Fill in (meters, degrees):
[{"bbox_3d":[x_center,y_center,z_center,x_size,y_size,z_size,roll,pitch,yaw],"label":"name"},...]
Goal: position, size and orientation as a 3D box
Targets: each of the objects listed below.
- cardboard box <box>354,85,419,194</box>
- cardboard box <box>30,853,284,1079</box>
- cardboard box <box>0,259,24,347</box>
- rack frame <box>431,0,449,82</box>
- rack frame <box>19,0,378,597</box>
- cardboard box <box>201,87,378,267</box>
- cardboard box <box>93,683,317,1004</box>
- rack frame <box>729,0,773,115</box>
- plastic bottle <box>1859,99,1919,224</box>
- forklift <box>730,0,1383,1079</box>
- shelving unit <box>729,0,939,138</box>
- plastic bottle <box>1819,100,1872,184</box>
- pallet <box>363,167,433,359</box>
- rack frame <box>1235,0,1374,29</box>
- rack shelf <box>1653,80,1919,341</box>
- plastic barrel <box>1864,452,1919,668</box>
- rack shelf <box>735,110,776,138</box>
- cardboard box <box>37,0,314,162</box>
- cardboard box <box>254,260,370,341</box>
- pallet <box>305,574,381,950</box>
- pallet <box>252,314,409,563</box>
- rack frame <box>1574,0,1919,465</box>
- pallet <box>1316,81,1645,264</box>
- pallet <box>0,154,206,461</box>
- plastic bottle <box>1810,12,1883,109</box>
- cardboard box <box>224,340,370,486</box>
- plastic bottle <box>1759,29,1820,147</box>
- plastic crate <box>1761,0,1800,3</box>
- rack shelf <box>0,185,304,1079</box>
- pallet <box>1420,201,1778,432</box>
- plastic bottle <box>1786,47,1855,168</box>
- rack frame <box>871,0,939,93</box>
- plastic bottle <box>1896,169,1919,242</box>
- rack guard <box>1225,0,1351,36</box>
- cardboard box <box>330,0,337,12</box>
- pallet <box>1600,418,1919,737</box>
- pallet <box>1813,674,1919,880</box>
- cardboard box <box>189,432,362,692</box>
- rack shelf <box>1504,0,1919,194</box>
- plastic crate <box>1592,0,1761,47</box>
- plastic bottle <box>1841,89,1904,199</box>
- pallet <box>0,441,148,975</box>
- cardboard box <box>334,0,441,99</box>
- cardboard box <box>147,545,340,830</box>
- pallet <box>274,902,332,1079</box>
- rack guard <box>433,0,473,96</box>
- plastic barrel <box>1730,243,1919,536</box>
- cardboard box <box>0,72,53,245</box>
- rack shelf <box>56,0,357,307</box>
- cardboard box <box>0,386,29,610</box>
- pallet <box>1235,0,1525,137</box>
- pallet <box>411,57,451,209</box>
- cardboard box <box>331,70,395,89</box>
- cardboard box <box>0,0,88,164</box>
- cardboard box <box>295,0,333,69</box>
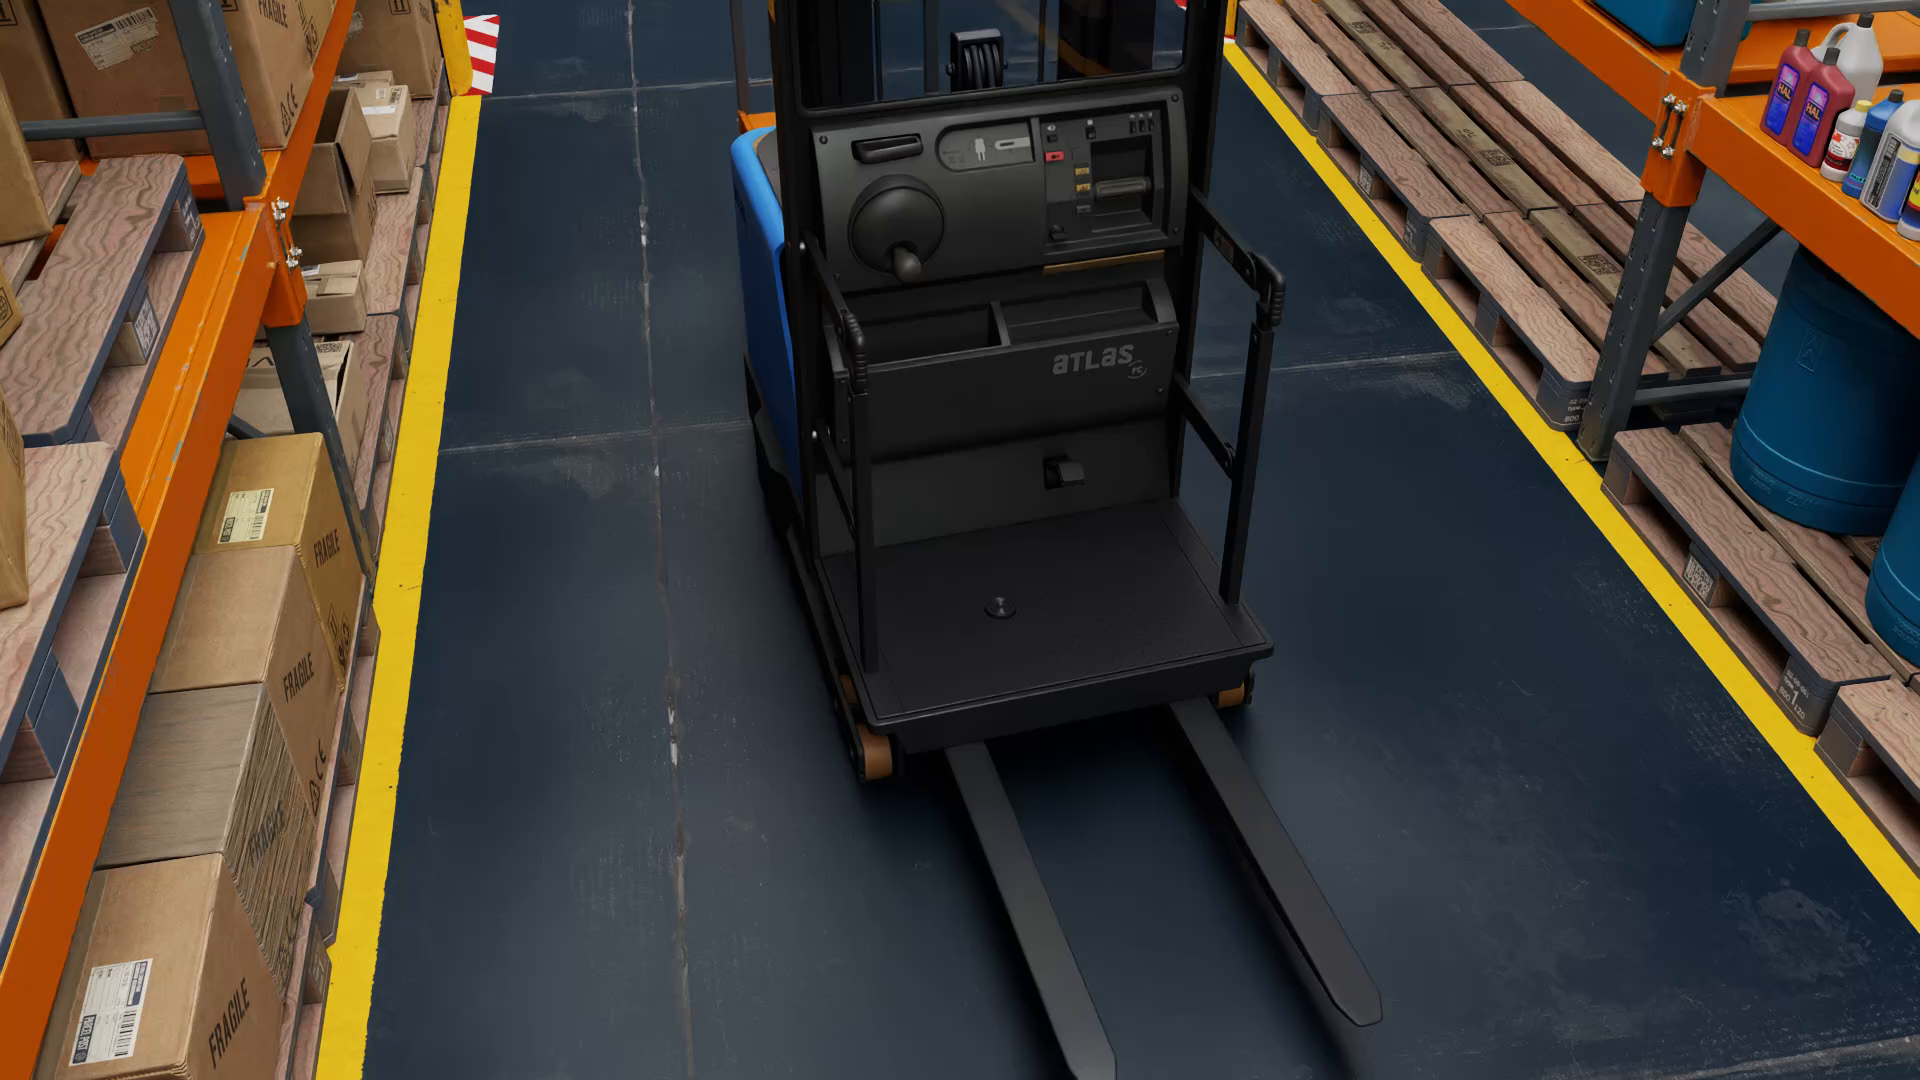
[{"bbox_3d":[-2.504,-1.623,6.777,0.500,0.250,0.500,-6,38,-8],"label":"cardboard box"},{"bbox_3d":[-1.652,0.992,3.207,0.500,0.500,0.500,-7,38,-9],"label":"cardboard box"},{"bbox_3d":[-2.232,-0.485,3.005,0.700,0.500,0.500,-1,38,-1],"label":"cardboard box"},{"bbox_3d":[-2.979,-3.414,7.200,1.000,3.000,0.127,-6,38,-8],"label":"rack frame"},{"bbox_3d":[-2.278,-0.998,4.090,1.000,3.000,0.127,-6,38,-8],"label":"rack frame"},{"bbox_3d":[-2.612,-1.320,6.181,0.797,0.503,0.637,-6,38,-8],"label":"cardboard box"},{"bbox_3d":[-1.743,0.685,3.603,0.500,0.500,0.500,-6,38,-7],"label":"cardboard box"},{"bbox_3d":[-0.592,-1.733,6.259,0.500,1.500,0.032,-10,39,-13],"label":"rack frame"},{"bbox_3d":[2.370,-0.938,4.114,0.152,0.276,0.135,-6,38,-8],"label":"plastic bottle"},{"bbox_3d":[0.171,-0.789,3.877,1.130,2.935,3.031,-10,39,-13],"label":"forklift"},{"bbox_3d":[-0.455,-1.439,5.879,0.587,1.500,1.083,-10,39,-13],"label":"shelving unit"},{"bbox_3d":[2.305,-1.035,4.299,0.097,0.201,0.097,0,38,0],"label":"plastic bottle"},{"bbox_3d":[-2.615,-1.050,6.430,1.003,0.211,1.213,-6,38,-8],"label":"pallet"},{"bbox_3d":[1.898,-3.945,7.883,1.000,3.000,0.127,-6,38,-8],"label":"rack frame"},{"bbox_3d":[2.950,-0.037,3.439,1.077,0.370,4.000,-6,38,-8],"label":"rack shelf"},{"bbox_3d":[2.802,-0.108,4.312,0.600,0.901,0.708,-6,38,-8],"label":"plastic barrel"},{"bbox_3d":[-0.452,-1.291,5.983,0.538,0.185,1.000,-10,39,-13],"label":"rack shelf"},{"bbox_3d":[-2.099,-1.375,4.493,0.500,0.500,0.500,-5,38,-7],"label":"cardboard box"},{"bbox_3d":[-2.300,-0.851,5.852,0.380,0.166,0.250,-6,38,-8],"label":"cardboard box"},{"bbox_3d":[-2.098,0.590,4.318,1.003,0.211,1.213,-6,38,-8],"label":"pallet"},{"bbox_3d":[-2.397,-0.312,5.480,1.003,0.211,1.213,-6,38,-8],"label":"pallet"},{"bbox_3d":[2.599,-1.529,4.773,1.000,3.000,0.127,-6,38,-8],"label":"rack frame"},{"bbox_3d":[2.215,-1.606,7.145,1.003,0.211,1.213,-6,38,-8],"label":"pallet"},{"bbox_3d":[-2.245,-0.428,3.513,1.003,0.211,1.213,-6,38,-8],"label":"pallet"},{"bbox_3d":[2.349,-1.237,4.438,0.144,0.351,0.185,-6,38,-8],"label":"plastic bottle"},{"bbox_3d":[-2.138,-0.387,5.136,0.500,0.311,0.500,-6,38,-8],"label":"cardboard box"},{"bbox_3d":[2.244,-1.215,4.465,0.061,0.283,0.133,-6,38,-8],"label":"plastic bottle"},{"bbox_3d":[2.659,-1.745,5.217,0.396,0.136,0.243,-6,38,-8],"label":"plastic crate"},{"bbox_3d":[-1.927,0.494,2.756,1.077,0.370,4.000,-6,38,-8],"label":"rack shelf"},{"bbox_3d":[2.432,-0.868,6.195,1.003,0.211,1.213,-6,38,-8],"label":"pallet"},{"bbox_3d":[2.267,-1.135,4.361,0.061,0.283,0.133,-6,38,-8],"label":"plastic bottle"},{"bbox_3d":[-0.313,-1.133,5.486,0.500,1.500,0.032,-10,39,-13],"label":"rack frame"},{"bbox_3d":[2.363,-0.863,4.021,0.097,0.271,0.097,0,38,0],"label":"plastic bottle"},{"bbox_3d":[1.881,-2.971,8.666,1.175,0.500,0.348,-6,38,-8],"label":"rack guard"},{"bbox_3d":[-2.277,-1.986,5.280,0.500,0.500,0.500,-6,38,-8],"label":"cardboard box"},{"bbox_3d":[2.694,0.043,5.023,1.003,0.211,1.213,-6,38,-8],"label":"pallet"},{"bbox_3d":[2.911,0.781,4.072,1.003,0.211,1.213,-6,38,-8],"label":"pallet"},{"bbox_3d":[-1.909,0.082,4.378,0.500,0.500,0.500,-6,38,-8],"label":"cardboard box"},{"bbox_3d":[2.249,-2.453,6.549,1.077,0.370,4.000,-6,38,-8],"label":"rack shelf"},{"bbox_3d":[2.182,-1.791,5.075,0.392,0.384,0.575,-6,38,-8],"label":"plastic crate"},{"bbox_3d":[2.322,-1.004,4.202,0.097,0.271,0.097,0,38,0],"label":"plastic bottle"},{"bbox_3d":[-1.922,0.319,2.550,1.003,0.211,1.213,-6,38,-8],"label":"pallet"},{"bbox_3d":[-2.641,-2.299,7.443,0.500,0.500,0.500,-6,38,-8],"label":"cardboard box"},{"bbox_3d":[-1.831,0.382,3.992,0.500,0.500,0.500,-6,38,-8],"label":"cardboard box"},{"bbox_3d":[-1.881,1.329,3.368,1.003,0.211,1.213,-6,38,-8],"label":"pallet"},{"bbox_3d":[-2.966,-2.381,7.908,1.175,0.500,0.348,-6,38,-8],"label":"rack guard"},{"bbox_3d":[2.678,-0.536,4.862,0.600,0.901,0.708,-6,38,-8],"label":"plastic barrel"},{"bbox_3d":[-2.415,-0.893,3.531,0.700,0.500,0.500,-19,42,-23],"label":"cardboard box"},{"bbox_3d":[-2.628,-1.922,5.866,1.077,0.370,4.000,-6,38,-8],"label":"rack shelf"},{"bbox_3d":[-1.907,-0.143,2.565,0.700,0.500,0.500,-16,41,-19],"label":"cardboard box"},{"bbox_3d":[2.005,-2.341,8.092,1.003,0.211,1.213,-6,38,-8],"label":"pallet"},{"bbox_3d":[-2.825,-1.786,7.377,1.003,0.211,1.213,-6,38,-8],"label":"pallet"},{"bbox_3d":[-2.659,-1.913,7.218,0.380,0.166,0.250,-6,38,-8],"label":"cardboard box"},{"bbox_3d":[-2.618,-1.312,4.412,0.500,0.500,0.500,-6,38,-7],"label":"cardboard box"},{"bbox_3d":[-2.192,-1.684,4.891,0.500,0.500,0.500,-6,38,-7],"label":"cardboard box"}]
